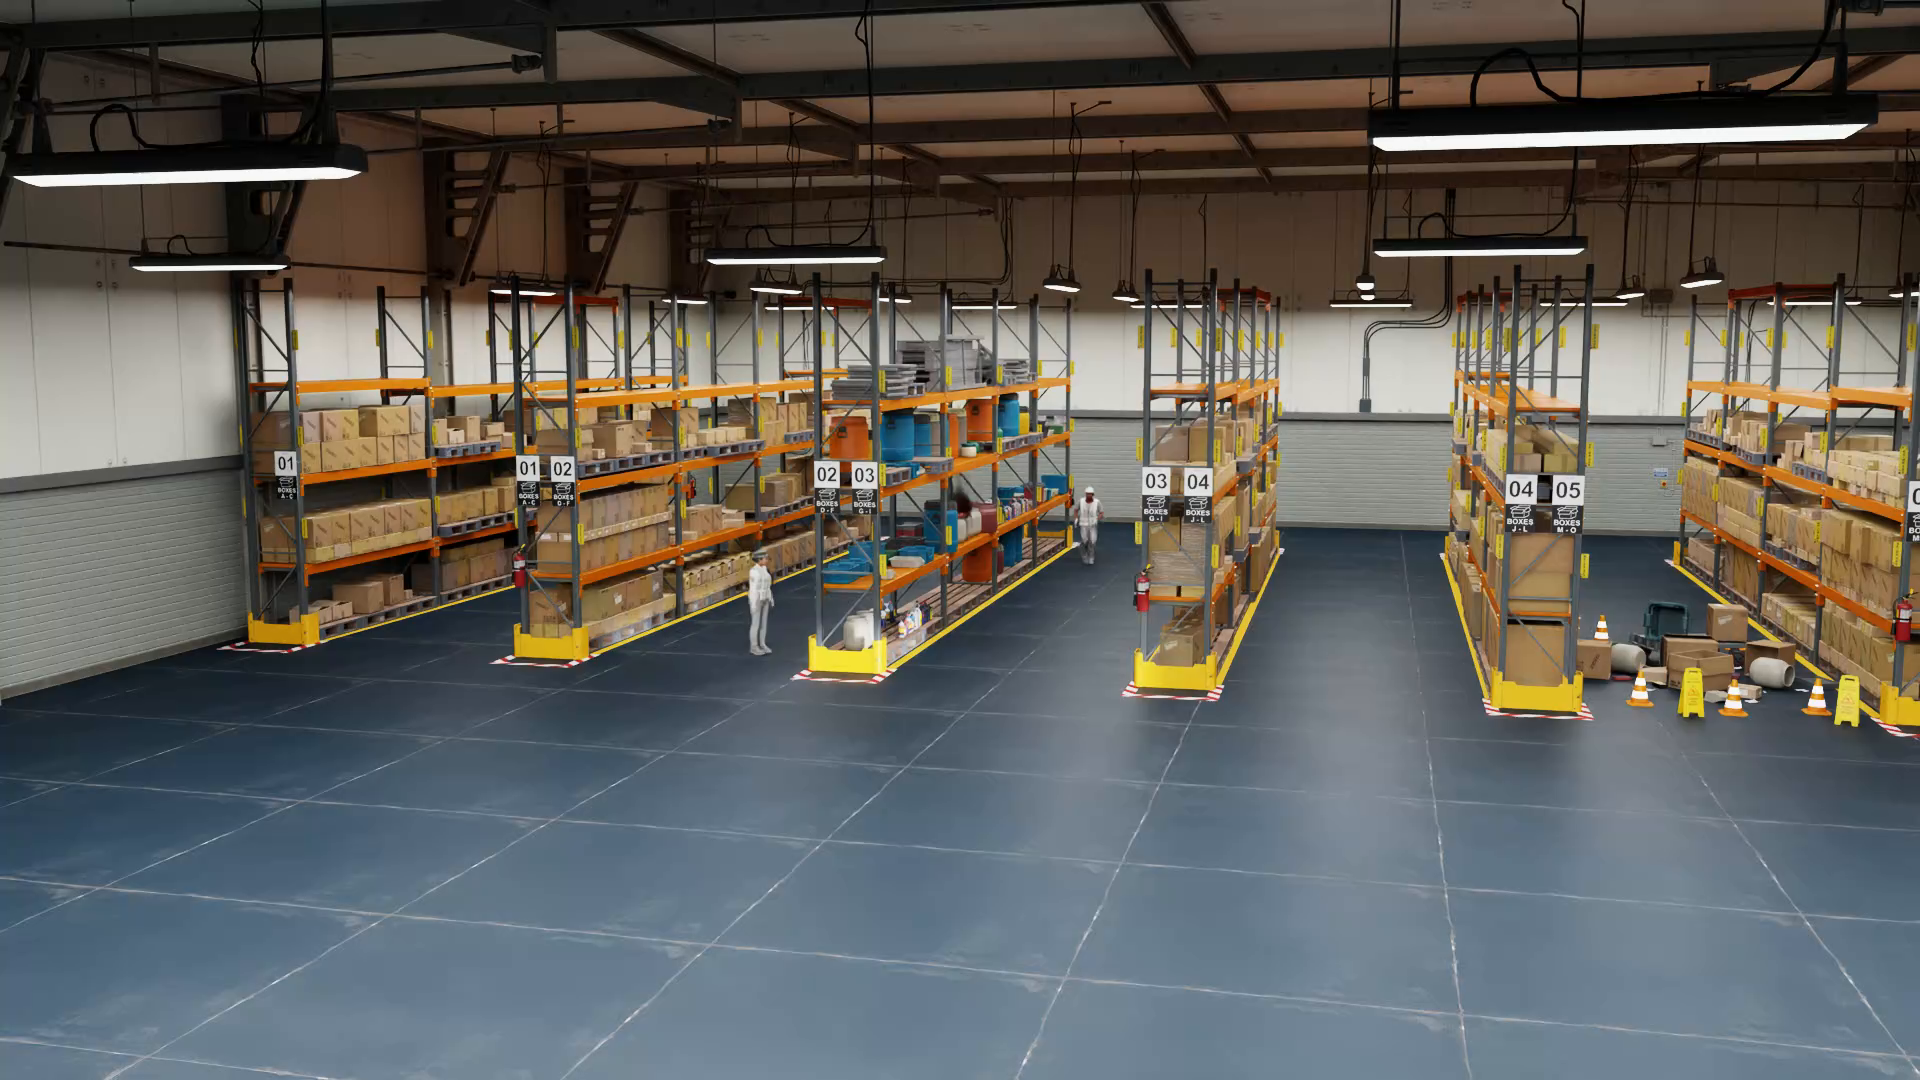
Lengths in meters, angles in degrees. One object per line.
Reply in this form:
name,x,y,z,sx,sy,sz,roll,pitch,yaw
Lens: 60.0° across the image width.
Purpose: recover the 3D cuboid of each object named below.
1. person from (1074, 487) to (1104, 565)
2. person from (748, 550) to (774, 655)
person,2.896,-0.311,37.225,0.660,1.764,0.536,0,7,-1
person,-3.203,0.986,26.636,0.358,1.688,0.516,3,7,23
